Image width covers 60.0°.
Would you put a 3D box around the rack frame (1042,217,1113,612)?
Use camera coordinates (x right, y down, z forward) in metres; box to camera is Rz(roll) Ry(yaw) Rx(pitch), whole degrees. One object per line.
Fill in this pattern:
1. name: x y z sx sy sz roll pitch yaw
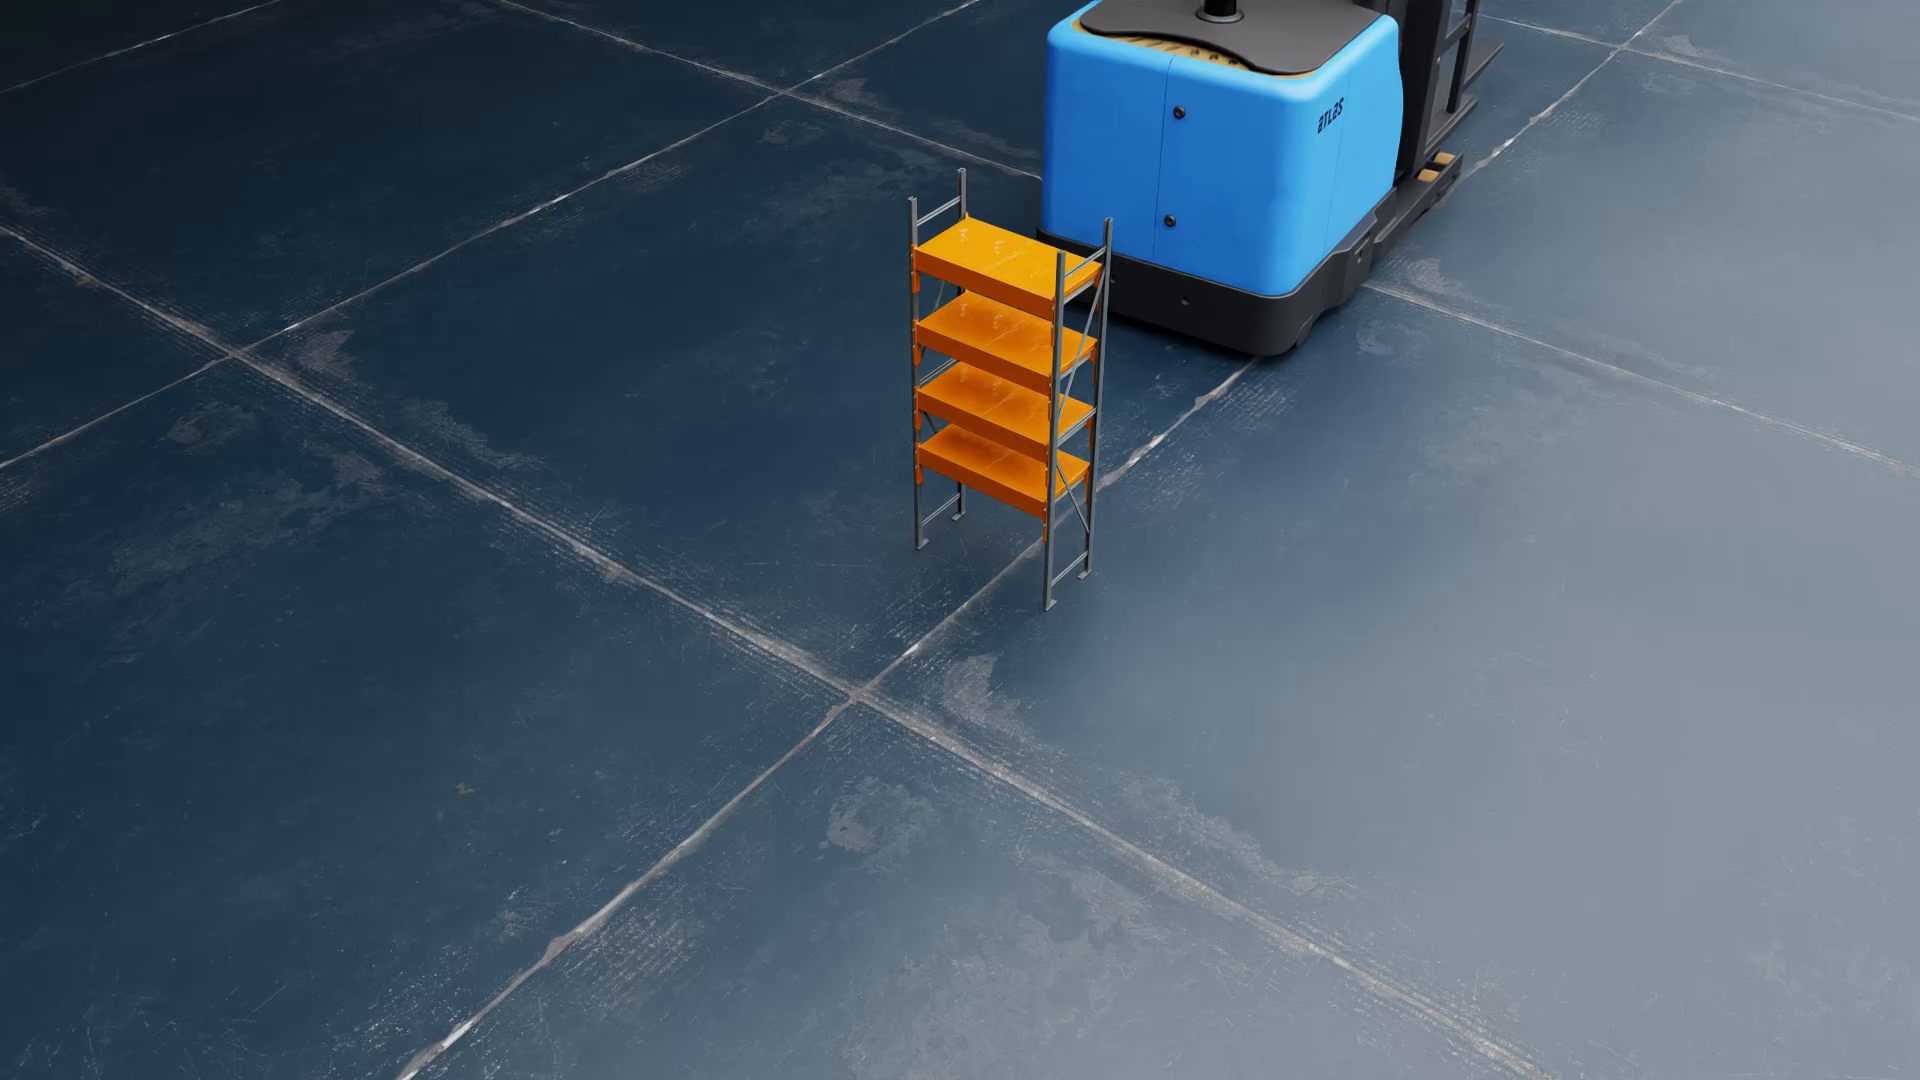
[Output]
1. rack frame: 0.325 -0.319 4.684 0.015 1.200 0.240 25 45 29

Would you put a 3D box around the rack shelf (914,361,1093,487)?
1. rack shelf: 0.131 -0.357 4.842 0.480 0.148 0.258 25 45 29

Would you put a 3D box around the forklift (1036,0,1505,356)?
1. forklift: 1.503 -2.693 6.312 1.130 2.935 3.031 21 43 25

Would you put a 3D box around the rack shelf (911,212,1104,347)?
1. rack shelf: 0.131 -0.720 4.559 0.480 0.148 0.258 25 45 29

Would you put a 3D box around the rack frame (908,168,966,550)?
1. rack frame: -0.062 -0.502 4.918 0.015 1.200 0.240 25 45 29

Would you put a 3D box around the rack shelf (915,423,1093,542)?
1. rack shelf: 0.131 -0.201 4.965 0.480 0.148 0.258 25 45 29

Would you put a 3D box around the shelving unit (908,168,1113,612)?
1. shelving unit: 0.131 -0.410 4.801 0.503 1.200 0.258 25 45 29

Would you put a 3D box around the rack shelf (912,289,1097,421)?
1. rack shelf: 0.131 -0.534 4.705 0.480 0.148 0.258 25 45 29
